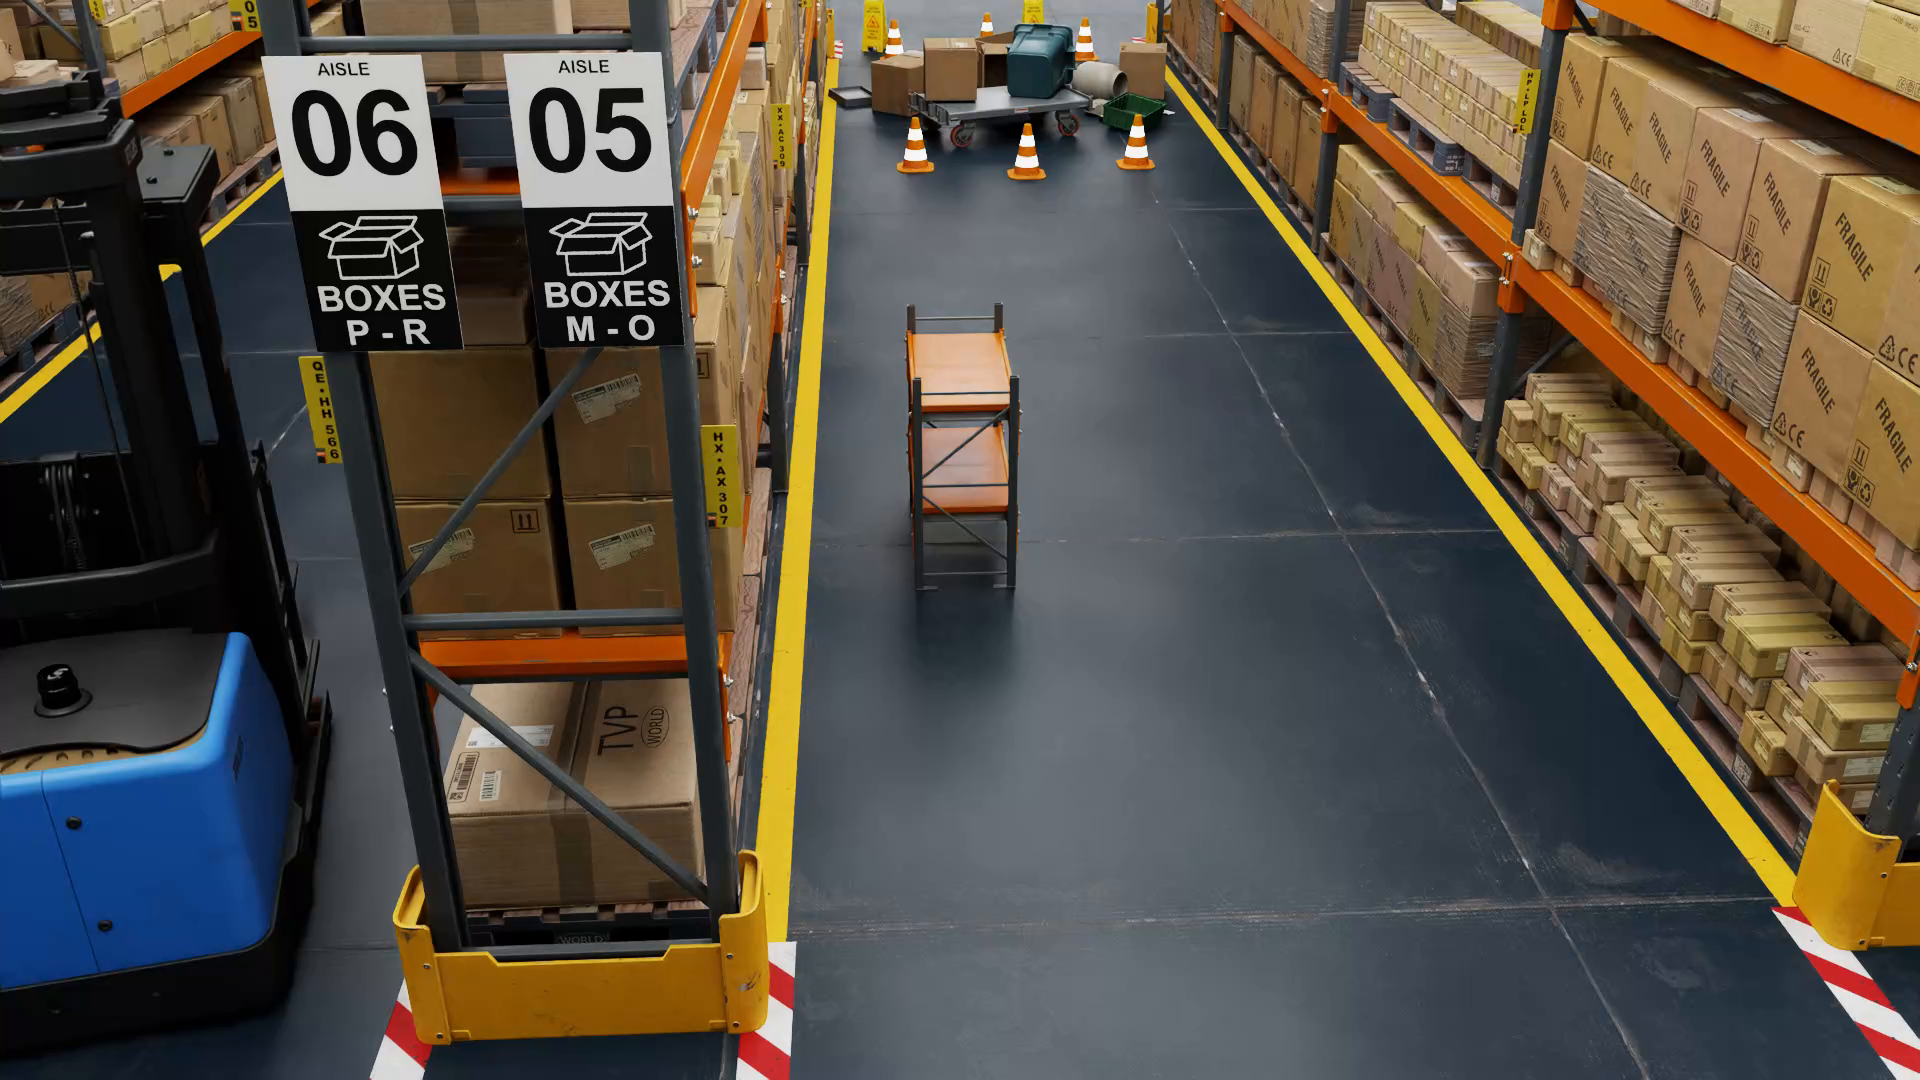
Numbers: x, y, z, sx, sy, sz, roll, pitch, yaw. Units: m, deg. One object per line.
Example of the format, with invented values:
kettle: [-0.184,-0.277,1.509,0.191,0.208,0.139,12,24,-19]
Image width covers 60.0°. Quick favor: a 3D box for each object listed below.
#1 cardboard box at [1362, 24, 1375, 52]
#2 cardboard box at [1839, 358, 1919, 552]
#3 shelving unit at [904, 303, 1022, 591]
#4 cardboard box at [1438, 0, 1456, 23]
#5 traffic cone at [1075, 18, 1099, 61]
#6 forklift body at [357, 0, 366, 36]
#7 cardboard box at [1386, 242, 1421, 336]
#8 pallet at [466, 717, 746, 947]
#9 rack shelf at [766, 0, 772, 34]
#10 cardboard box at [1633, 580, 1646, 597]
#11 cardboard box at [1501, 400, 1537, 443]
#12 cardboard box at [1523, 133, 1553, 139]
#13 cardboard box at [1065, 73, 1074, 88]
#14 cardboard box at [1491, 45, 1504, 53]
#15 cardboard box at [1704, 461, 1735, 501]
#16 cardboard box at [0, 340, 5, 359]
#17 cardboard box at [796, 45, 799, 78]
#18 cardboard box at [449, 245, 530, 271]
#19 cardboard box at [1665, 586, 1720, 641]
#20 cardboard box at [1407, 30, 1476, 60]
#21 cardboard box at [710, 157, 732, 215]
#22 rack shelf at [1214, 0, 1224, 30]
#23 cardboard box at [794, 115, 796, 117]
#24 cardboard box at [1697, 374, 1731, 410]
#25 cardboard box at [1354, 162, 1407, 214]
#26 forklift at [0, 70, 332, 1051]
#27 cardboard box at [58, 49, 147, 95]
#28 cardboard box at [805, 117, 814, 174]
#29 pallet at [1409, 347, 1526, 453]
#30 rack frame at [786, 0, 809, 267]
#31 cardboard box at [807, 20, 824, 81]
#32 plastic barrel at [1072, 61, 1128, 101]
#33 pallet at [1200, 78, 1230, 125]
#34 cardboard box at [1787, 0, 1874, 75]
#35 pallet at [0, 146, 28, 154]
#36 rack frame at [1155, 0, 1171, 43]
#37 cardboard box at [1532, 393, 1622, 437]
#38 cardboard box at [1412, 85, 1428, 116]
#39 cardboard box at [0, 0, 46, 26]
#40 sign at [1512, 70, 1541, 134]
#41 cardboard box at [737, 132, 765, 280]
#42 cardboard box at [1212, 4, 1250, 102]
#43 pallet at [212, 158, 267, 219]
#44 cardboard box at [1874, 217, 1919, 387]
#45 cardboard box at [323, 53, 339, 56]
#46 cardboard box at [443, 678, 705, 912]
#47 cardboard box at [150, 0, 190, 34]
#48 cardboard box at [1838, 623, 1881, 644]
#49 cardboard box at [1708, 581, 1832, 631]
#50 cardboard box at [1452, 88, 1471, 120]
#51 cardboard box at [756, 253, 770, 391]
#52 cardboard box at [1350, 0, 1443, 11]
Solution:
cardboard box: [3.098,-3.593,11.891,0.380,0.149,0.250,0,28,0]
cardboard box: [3.411,-0.297,5.646,0.500,0.500,0.500,-1,28,-2]
shelving unit: [0.000,-0.496,8.484,0.538,1.125,1.048,-1,28,-3]
cardboard box: [3.520,-3.872,12.823,0.500,0.500,0.500,-1,28,-2]
traffic cone: [1.465,-5.904,19.570,0.336,0.463,0.334,-1,28,-3]
forklift body: [-5.118,-5.813,17.569,2.313,2.155,1.214,-1,28,-3]
cardboard box: [3.143,-1.654,10.927,0.500,0.500,0.500,-2,28,-4]
pallet: [-1.367,1.116,6.383,1.003,0.211,1.213,-1,28,-3]
rack shelf: [-1.560,-3.535,9.819,1.077,0.370,4.000,-1,28,-3]
cardboard box: [3.379,0.205,7.743,0.380,0.149,0.250,-1,28,-1]
cardboard box: [3.182,-0.646,9.051,0.380,0.149,0.250,0,28,0]
cardboard box: [3.266,-2.286,9.064,0.380,0.149,0.250,0,28,0]
cardboard box: [1.136,-4.998,18.046,0.396,0.266,0.258,3,28,6]
cardboard box: [3.798,-3.243,11.221,0.380,0.149,0.250,-1,28,-3]
cardboard box: [3.876,-0.318,8.102,0.380,0.149,0.250,-3,28,-5]
cardboard box: [-6.272,-1.262,10.175,0.500,0.500,0.500,-2,28,-4]
cardboard box: [-1.386,-3.385,11.619,0.500,0.250,0.500,-1,28,-3]
cardboard box: [-1.503,-0.806,5.161,0.380,0.149,0.250,-1,28,-2]
cardboard box: [3.310,0.311,7.218,0.380,0.149,0.250,-1,28,-2]
cardboard box: [3.158,-3.250,10.912,0.380,0.149,0.250,0,28,0]
cardboard box: [-1.042,-1.299,6.106,0.380,0.149,0.250,-1,28,-2]
rack shelf: [2.960,-6.066,17.915,1.077,0.370,4.000,-1,28,-3]
cardboard box: [-1.326,-2.686,10.818,0.500,0.250,0.500,-2,28,-3]
cardboard box: [3.382,-0.671,7.065,0.380,0.149,0.250,-1,28,-2]
cardboard box: [3.094,-2.466,11.672,0.500,0.250,0.500,-2,28,-3]
forklift: [-3.172,-0.292,6.140,1.130,2.935,3.031,-7,28,-13]
cardboard box: [-6.400,-3.471,12.323,0.500,0.250,0.500,-1,28,-2]
cardboard box: [-1.765,-3.421,14.453,0.950,0.372,0.625,0,28,-1]
pallet: [3.440,-0.890,10.228,1.003,0.211,1.213,-1,28,-3]
rack frame: [-1.665,-3.448,12.117,1.000,3.000,0.127,-1,28,-3]
cardboard box: [-1.635,-4.874,16.559,0.500,0.500,0.500,0,28,0]
plastic barrel: [1.473,-4.806,17.507,0.512,0.421,0.421,19,33,32]
pallet: [3.103,-4.578,17.299,1.003,0.211,1.213,-1,28,-3]
cardboard box: [3.357,-1.852,5.975,0.500,0.250,0.500,0,28,0]
pallet: [-6.515,-2.343,10.207,1.003,0.211,1.213,-1,28,-3]
rack frame: [2.856,-7.309,19.519,1.000,3.000,0.127,-1,28,-3]
cardboard box: [3.249,-0.660,8.757,0.380,0.149,0.250,0,28,0]
cardboard box: [3.166,-2.865,10.817,0.380,0.149,0.250,-1,28,-2]
cardboard box: [-6.840,-3.804,11.989,0.380,0.149,0.250,-1,28,-1]
sign: [2.928,-2.265,8.597,0.100,0.325,0.005,-1,28,-3]
cardboard box: [-1.101,-1.408,7.016,0.500,0.500,0.500,-1,28,-2]
cardboard box: [3.102,-4.998,16.932,0.875,0.875,0.875,-1,28,-2]
pallet: [-6.686,-3.033,14.337,1.003,0.211,1.213,-1,28,-3]
cardboard box: [3.419,-0.744,5.423,0.500,0.500,0.500,-2,28,-4]
cardboard box: [-6.575,-4.826,16.737,0.500,0.250,0.500,-2,28,-3]
cardboard box: [-1.381,0.894,6.109,0.875,0.438,0.875,-2,28,-4]
cardboard box: [-6.435,-4.166,13.115,0.500,0.250,0.500,-2,28,-4]
cardboard box: [3.956,0.418,7.011,0.380,0.149,0.250,-1,28,-1]
cardboard box: [3.364,0.301,6.915,0.380,0.149,0.250,-2,28,-5]
cardboard box: [3.208,-2.635,10.055,0.380,0.149,0.250,-3,28,-5]
cardboard box: [-1.103,-0.968,7.254,0.500,0.500,0.500,-2,28,-3]
cardboard box: [3.260,-4.309,12.579,0.700,0.500,0.500,-2,28,-3]
